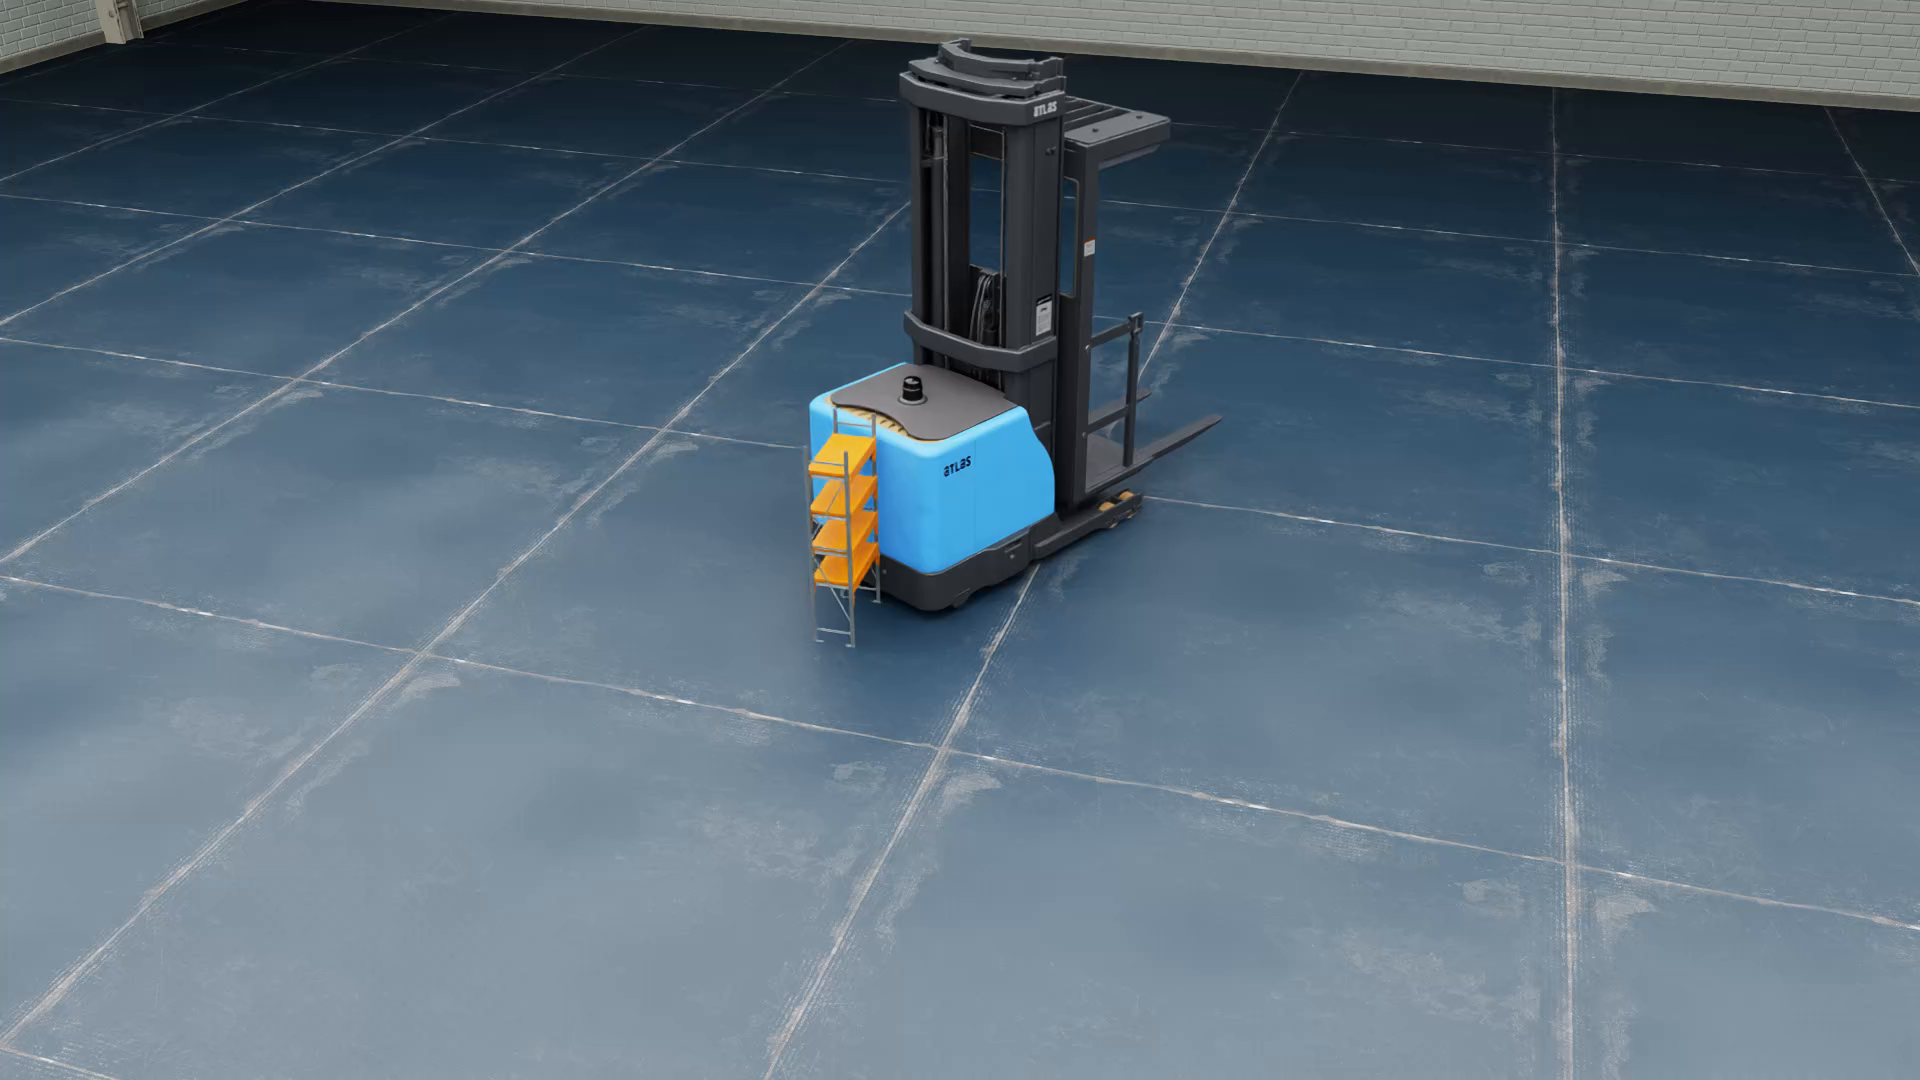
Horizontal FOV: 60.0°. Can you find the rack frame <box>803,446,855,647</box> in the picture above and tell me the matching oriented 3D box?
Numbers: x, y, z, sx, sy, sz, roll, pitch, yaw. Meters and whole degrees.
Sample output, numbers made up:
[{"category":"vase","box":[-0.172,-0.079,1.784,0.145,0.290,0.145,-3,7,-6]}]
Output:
[{"category":"rack frame","box":[-0.698,0.051,8.924,0.240,1.200,0.015,7,30,12]}]

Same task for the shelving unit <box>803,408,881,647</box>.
[{"category":"shelving unit","box":[-0.637,-0.064,9.130,0.258,1.200,0.503,7,30,12]}]

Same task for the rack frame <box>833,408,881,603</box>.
[{"category":"rack frame","box":[-0.577,-0.179,9.337,0.240,1.200,0.015,7,30,12]}]

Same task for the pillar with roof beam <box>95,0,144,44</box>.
[{"category":"pillar with roof beam","box":[-7.097,-10.029,19.022,9.100,9.000,0.400,8,30,15]}]

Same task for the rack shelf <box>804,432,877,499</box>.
[{"category":"rack shelf","box":[-0.637,-0.407,8.939,0.258,0.148,0.480,7,30,12]}]

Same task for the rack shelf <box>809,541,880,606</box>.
[{"category":"rack shelf","box":[-0.637,0.169,9.259,0.258,0.148,0.480,7,30,12]}]

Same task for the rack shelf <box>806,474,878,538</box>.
[{"category":"rack shelf","box":[-0.637,-0.200,9.054,0.258,0.148,0.480,7,30,12]}]

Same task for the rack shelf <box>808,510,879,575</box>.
[{"category":"rack shelf","box":[-0.637,-0.005,9.163,0.258,0.148,0.480,7,30,12]}]

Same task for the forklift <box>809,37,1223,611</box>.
[{"category":"forklift","box":[0.504,-1.504,9.939,1.130,2.935,3.031,25,38,37]}]
